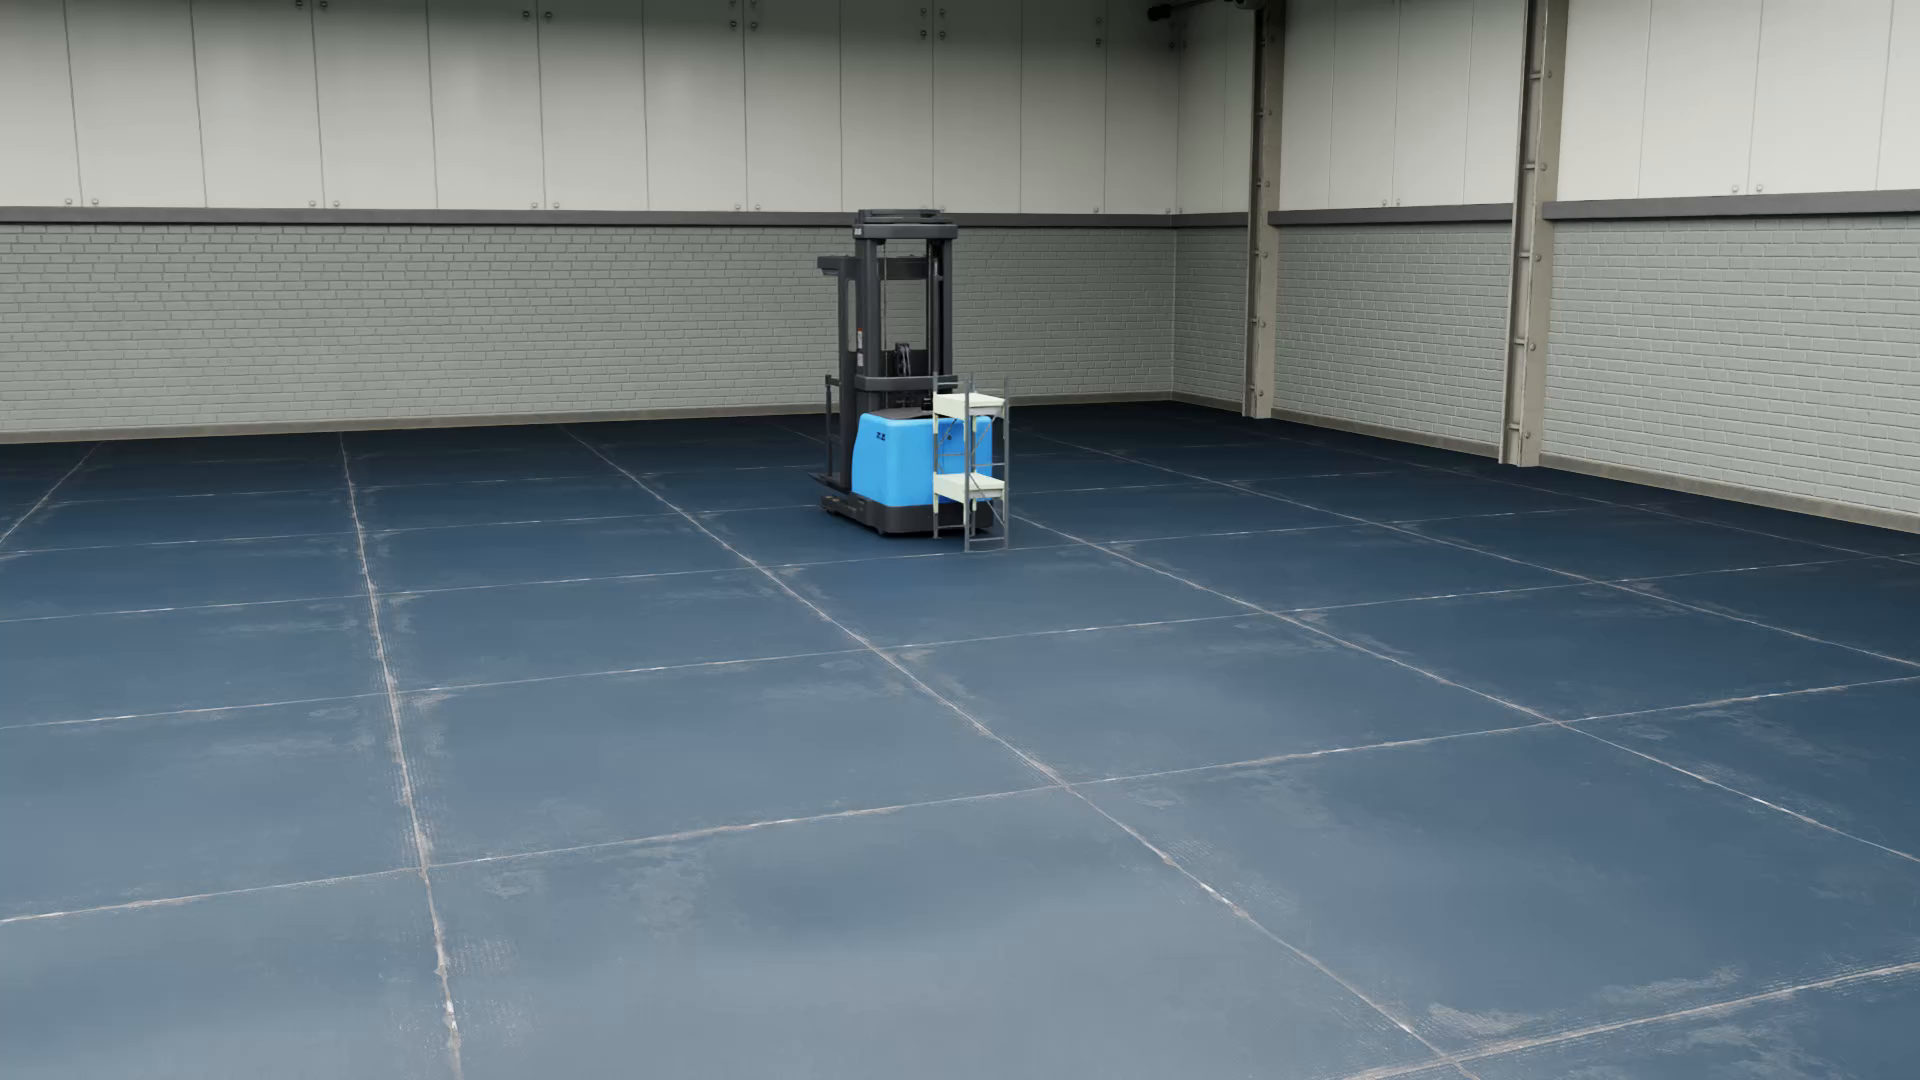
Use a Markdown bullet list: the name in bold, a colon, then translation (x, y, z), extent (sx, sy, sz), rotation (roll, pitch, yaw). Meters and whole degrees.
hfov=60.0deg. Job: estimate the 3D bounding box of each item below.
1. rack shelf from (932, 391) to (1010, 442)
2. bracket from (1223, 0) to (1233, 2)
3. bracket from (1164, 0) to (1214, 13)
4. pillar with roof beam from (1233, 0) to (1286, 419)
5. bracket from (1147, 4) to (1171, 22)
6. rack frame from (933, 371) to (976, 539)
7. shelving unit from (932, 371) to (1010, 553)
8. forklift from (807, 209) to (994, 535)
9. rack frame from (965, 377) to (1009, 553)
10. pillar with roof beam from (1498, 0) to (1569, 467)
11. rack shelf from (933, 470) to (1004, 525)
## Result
- **rack shelf**: translation (0.091, -1.085, 14.510), extent (0.431, 0.370, 0.720), rotation (-4, 11, -22)
- **bracket**: translation (4.087, -8.139, 24.701), extent (0.235, 0.232, 0.430), rotation (-4, 11, -21)
- **bracket**: translation (3.443, -8.429, 26.334), extent (0.076, 0.066, 3.189), rotation (-4, 11, -21)
- **pillar with roof beam**: translation (0.556, -6.048, 23.227), extent (9.100, 9.000, 0.548), rotation (-4, 11, -21)
- **bracket**: translation (3.229, -8.526, 26.876), extent (0.235, 0.232, 0.430), rotation (-4, 11, -21)
- **rack frame**: translation (-0.049, -0.760, 14.911), extent (0.400, 1.500, 0.023), rotation (-4, 11, -22)
- **shelving unit**: translation (0.091, -0.701, 14.578), extent (0.431, 1.500, 0.755), rotation (-4, 11, -22)
- **forklift**: translation (-0.725, -1.707, 16.148), extent (1.130, 2.935, 3.031), rotation (-4, 11, -22)
- **rack frame**: translation (0.231, -0.642, 14.246), extent (0.400, 1.500, 0.023), rotation (-4, 11, -22)
- **pillar with roof beam**: translation (2.731, -5.069, 17.721), extent (9.100, 9.000, 0.400), rotation (-4, 11, -21)
- **rack shelf**: translation (0.091, -0.380, 14.636), extent (0.431, 0.370, 0.720), rotation (-4, 11, -22)
